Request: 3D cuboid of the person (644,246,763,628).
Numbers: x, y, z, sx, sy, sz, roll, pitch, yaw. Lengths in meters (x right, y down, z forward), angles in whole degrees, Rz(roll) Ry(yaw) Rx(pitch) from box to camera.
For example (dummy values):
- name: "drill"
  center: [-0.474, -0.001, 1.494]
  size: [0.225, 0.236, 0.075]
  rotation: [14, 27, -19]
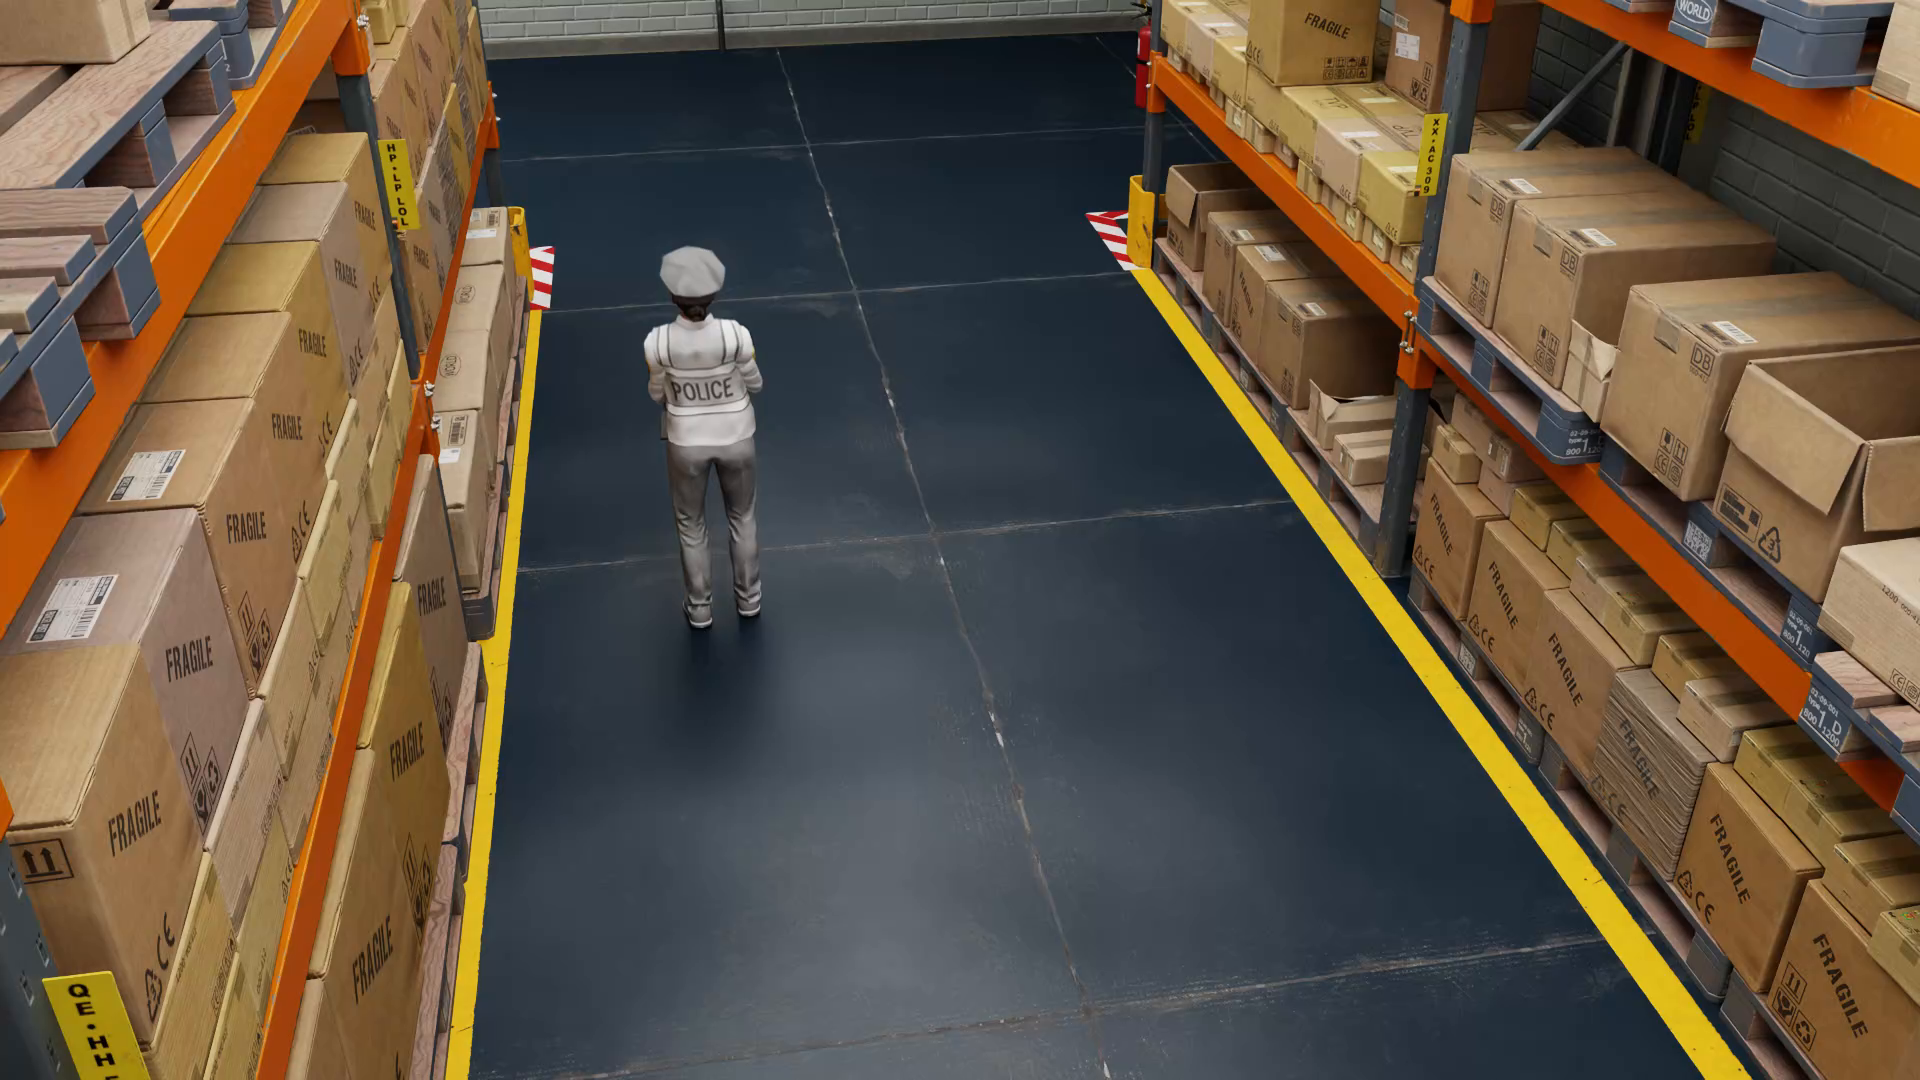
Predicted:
- name: "person"
  center: [-1.029, -0.434, 6.837]
  size: [0.458, 1.686, 0.559]
  rotation: [-5, 31, -8]
